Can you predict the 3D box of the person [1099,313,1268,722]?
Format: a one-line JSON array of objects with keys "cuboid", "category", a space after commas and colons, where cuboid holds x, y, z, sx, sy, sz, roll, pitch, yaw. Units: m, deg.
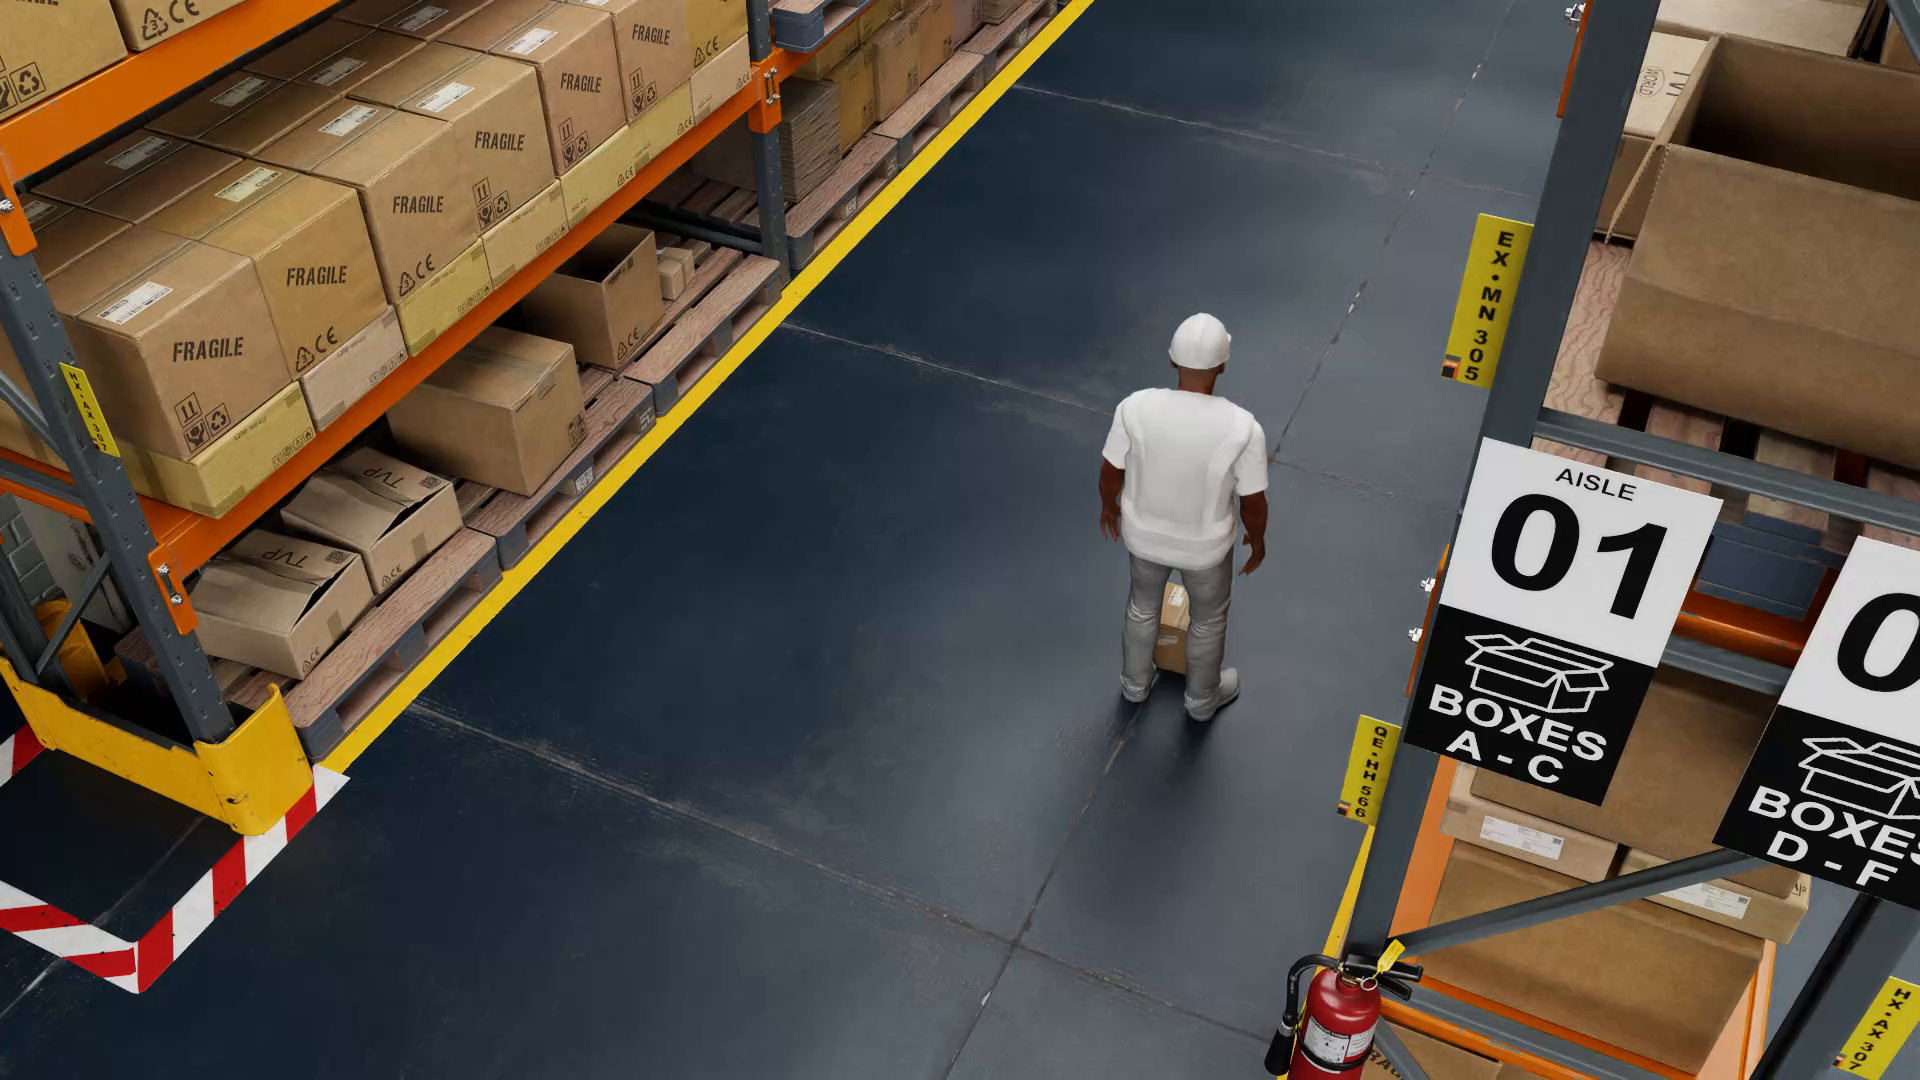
[{"cuboid": [0.827, -0.054, 6.206, 0.636, 1.761, 0.454, 15, 44, 16], "category": "person"}]
